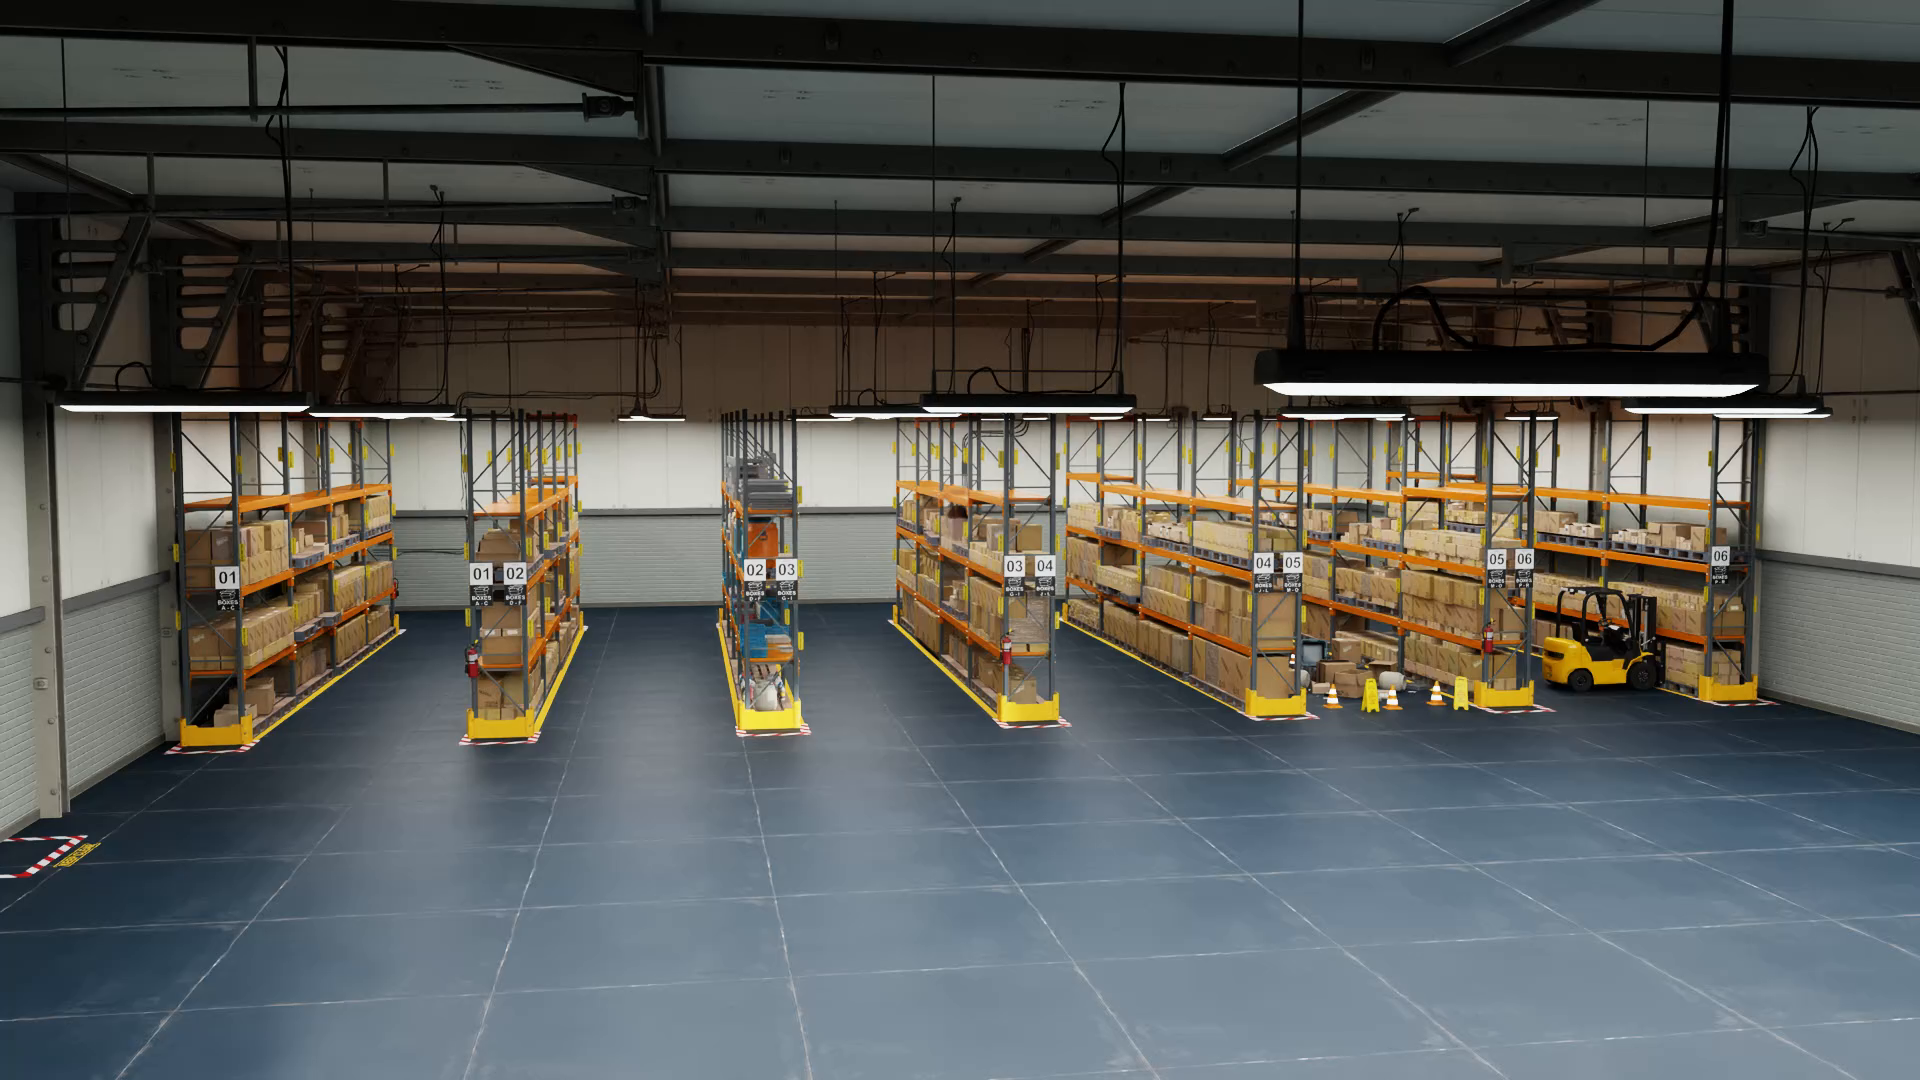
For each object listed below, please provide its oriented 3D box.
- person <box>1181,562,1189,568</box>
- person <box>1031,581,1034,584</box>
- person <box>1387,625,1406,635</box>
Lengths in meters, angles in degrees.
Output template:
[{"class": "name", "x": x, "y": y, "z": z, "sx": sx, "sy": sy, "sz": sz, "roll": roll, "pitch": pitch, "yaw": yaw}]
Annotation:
[{"class": "person", "x": 7.110, "y": 1.251, "z": 52.839, "sx": 0.461, "sy": 1.548, "sz": 0.411, "roll": -3, "pitch": 5, "yaw": -38}, {"class": "person", "x": 1.893, "y": 1.803, "z": 44.460, "sx": 0.524, "sy": 1.620, "sz": 0.985, "roll": -1, "pitch": 4, "yaw": -12}, {"class": "person", "x": 11.884, "y": 1.684, "z": 45.255, "sx": 0.518, "sy": 1.778, "sz": 0.591, "roll": 1, "pitch": 4, "yaw": 10}]
